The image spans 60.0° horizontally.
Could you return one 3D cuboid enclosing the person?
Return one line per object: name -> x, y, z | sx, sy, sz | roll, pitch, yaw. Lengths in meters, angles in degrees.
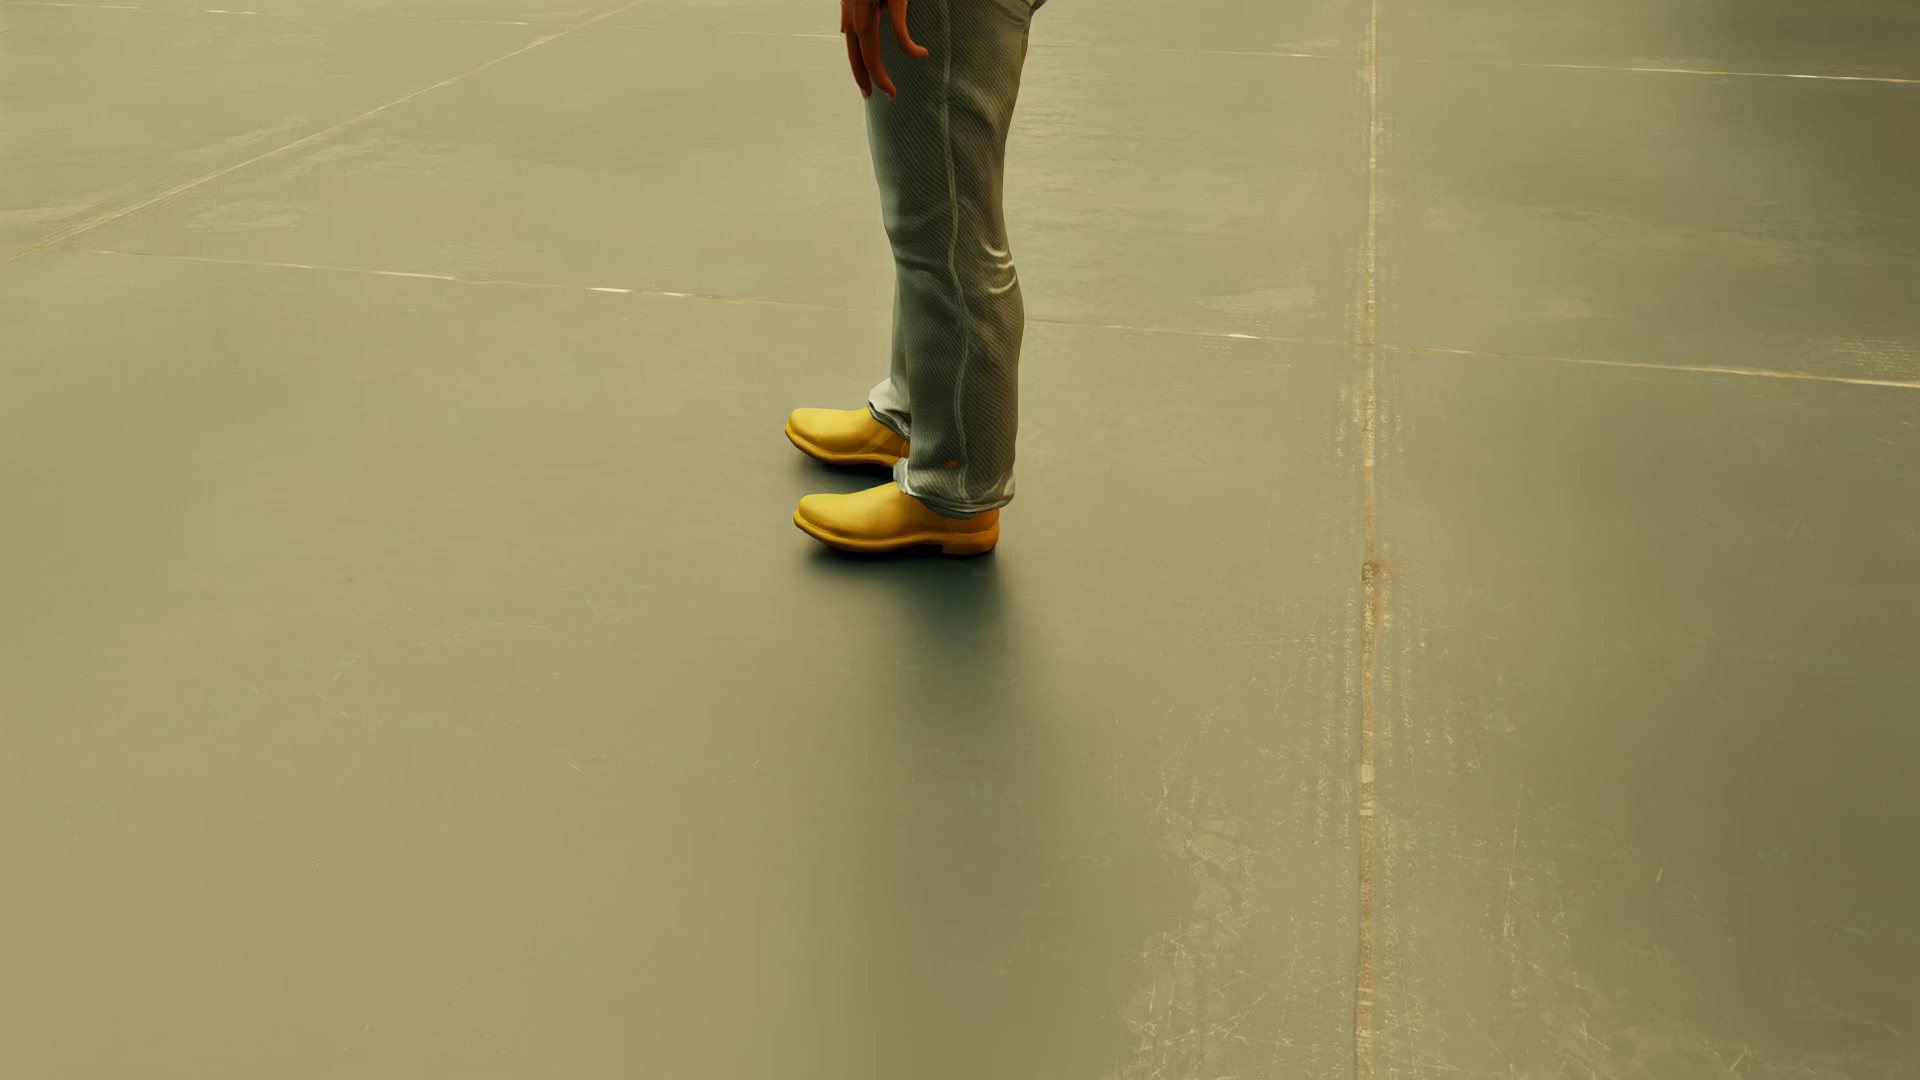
person -> -0.067, -0.804, 2.117 | 0.575, 1.768, 0.666 | 6, 27, 11
